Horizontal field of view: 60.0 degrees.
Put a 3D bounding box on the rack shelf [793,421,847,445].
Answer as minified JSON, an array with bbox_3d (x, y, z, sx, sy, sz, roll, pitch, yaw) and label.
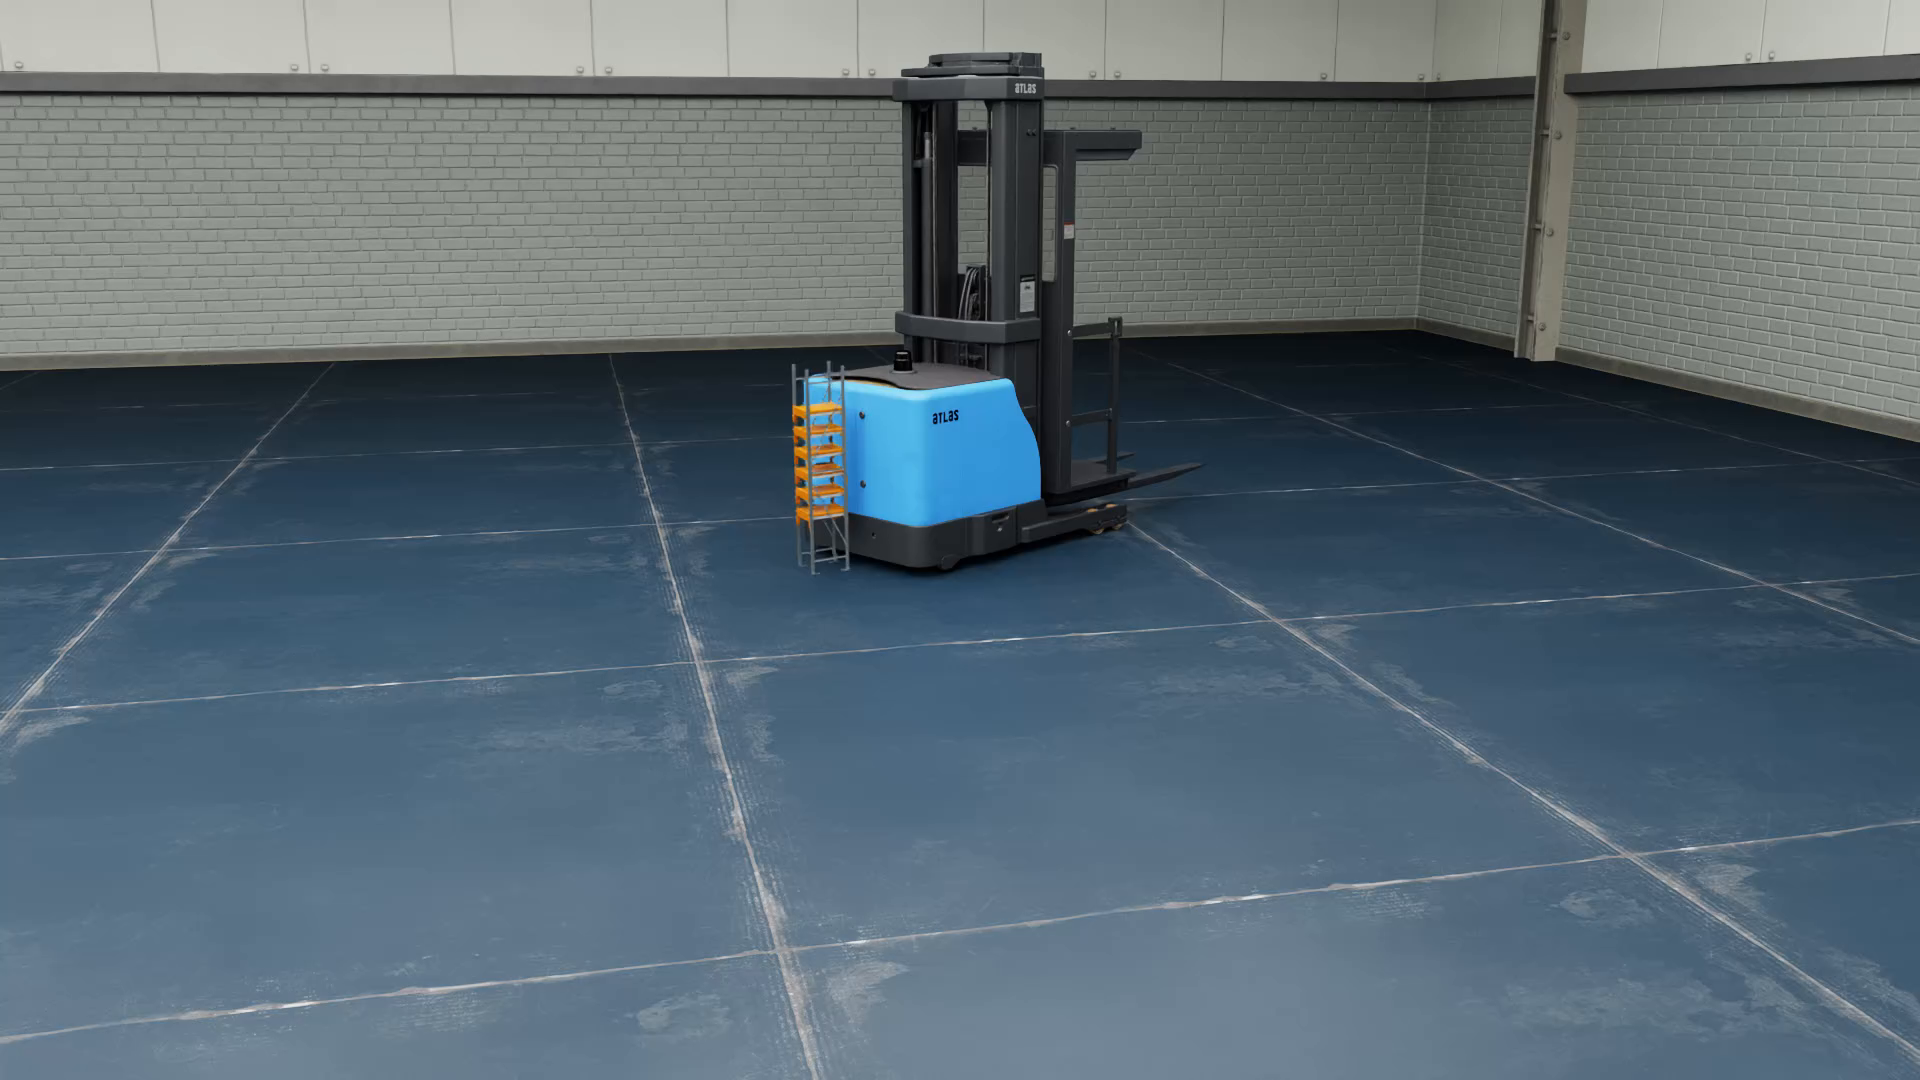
[{"bbox_3d":[-0.801,-0.599,9.499,0.258,0.103,0.180,-9,19,-28],"label":"rack shelf"}]

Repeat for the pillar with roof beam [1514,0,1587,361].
[{"bbox_3d":[2.332,-6.186,16.787,9.100,9.000,0.400,-3,14,-13],"label":"pillar with roof beam"}]

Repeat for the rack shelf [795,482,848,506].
[{"bbox_3d":[-0.799,-0.254,9.600,0.258,0.103,0.180,-9,19,-28],"label":"rack shelf"}]

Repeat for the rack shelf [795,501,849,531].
[{"bbox_3d":[-0.798,-0.139,9.634,0.258,0.103,0.180,-9,19,-28],"label":"rack shelf"}]

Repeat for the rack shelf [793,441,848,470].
[{"bbox_3d":[-0.800,-0.484,9.532,0.258,0.103,0.180,-9,19,-28],"label":"rack shelf"}]

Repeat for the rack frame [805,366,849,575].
[{"bbox_3d":[-0.755,-0.389,9.477,0.240,1.200,0.006,-9,19,-28],"label":"rack frame"}]

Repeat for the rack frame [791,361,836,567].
[{"bbox_3d":[-0.844,-0.434,9.630,0.240,1.200,0.006,-9,19,-28],"label":"rack frame"}]

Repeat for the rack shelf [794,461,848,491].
[{"bbox_3d":[-0.799,-0.369,9.566,0.258,0.103,0.180,-9,19,-28],"label":"rack shelf"}]

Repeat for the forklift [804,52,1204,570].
[{"bbox_3d":[0.431,-1.532,10.522,1.130,2.935,3.031,13,19,42],"label":"forklift"}]

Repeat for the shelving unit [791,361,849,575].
[{"bbox_3d":[-0.800,-0.412,9.554,0.258,1.200,0.189,-9,19,-28],"label":"shelving unit"}]

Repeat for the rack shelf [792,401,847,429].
[{"bbox_3d":[-0.801,-0.714,9.465,0.258,0.103,0.180,-9,19,-28],"label":"rack shelf"}]
